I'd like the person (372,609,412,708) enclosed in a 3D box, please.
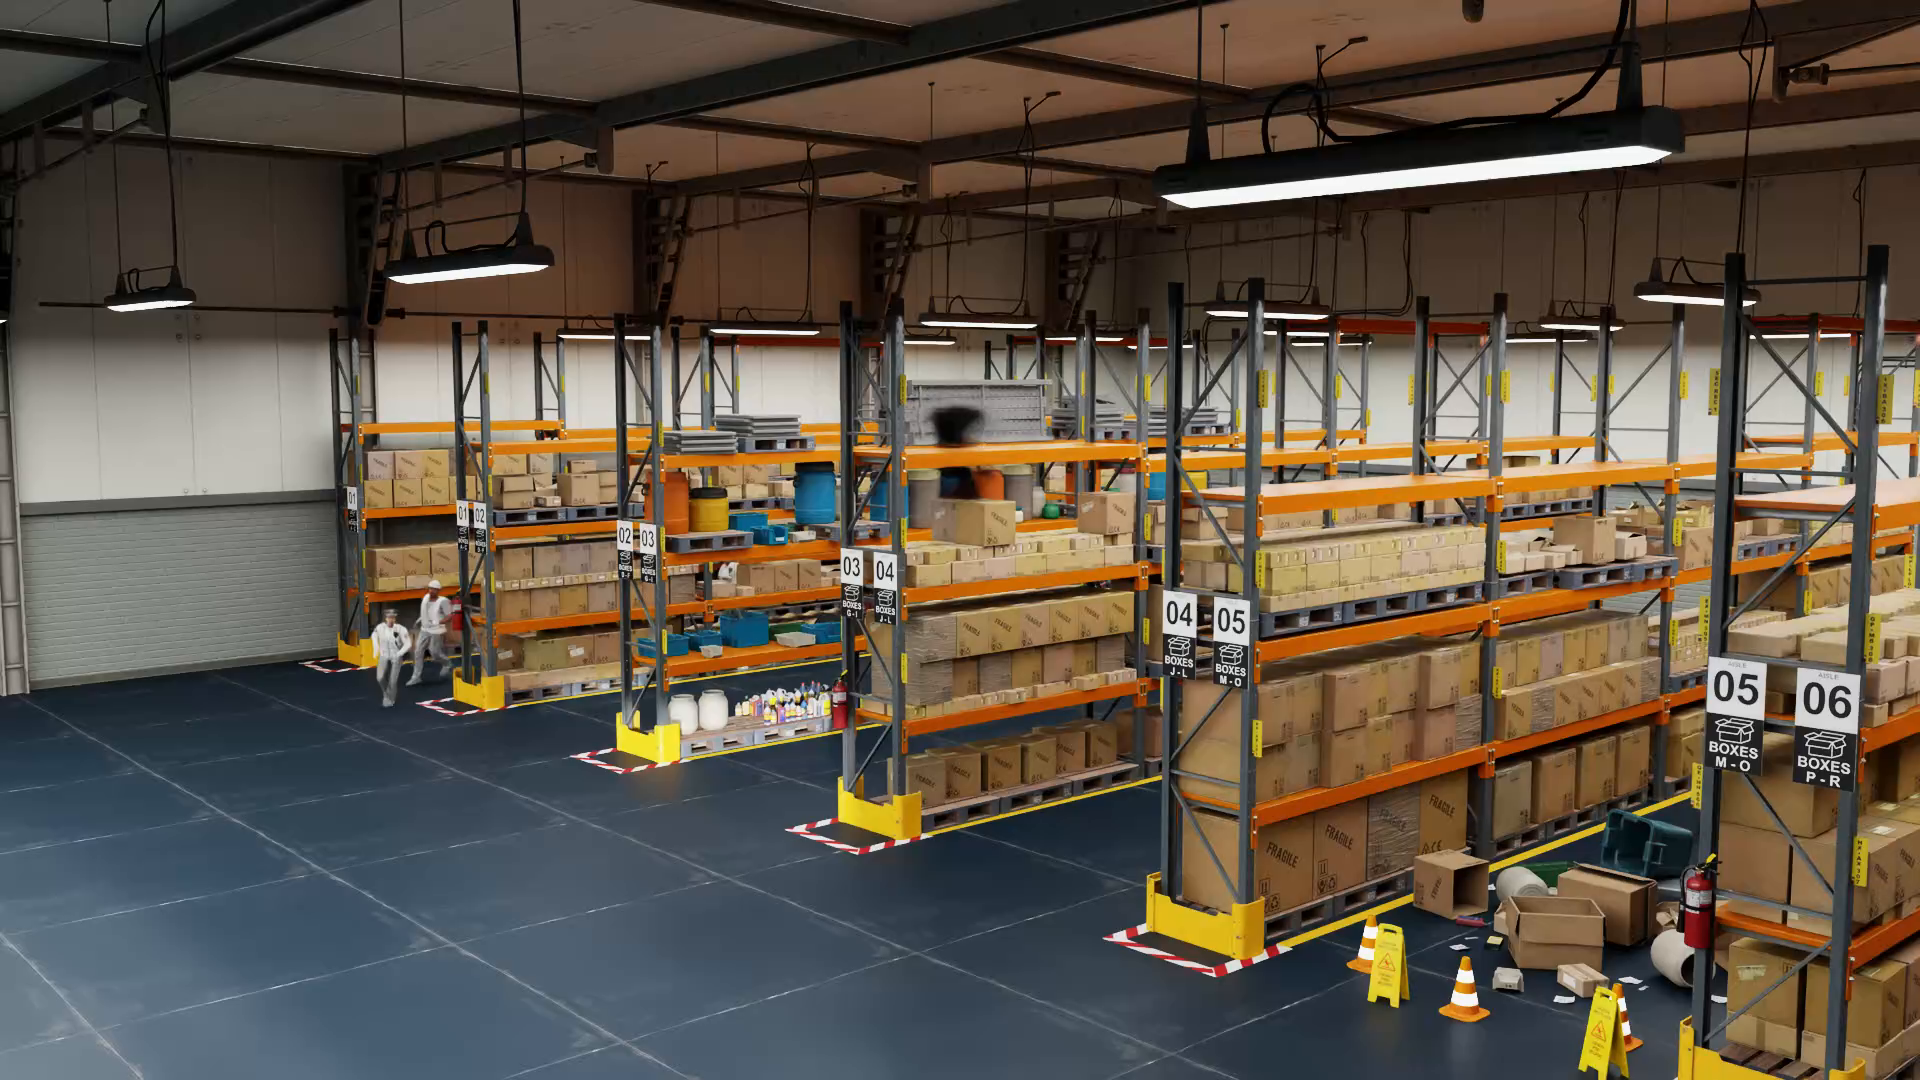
[{"bbox_3d":[-8.844,1.828,25.890,0.640,1.587,0.694,0,6,-4],"label":"person"}]

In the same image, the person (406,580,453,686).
[{"bbox_3d":[-8.796,1.529,27.833,0.740,1.745,0.964,2,6,22],"label":"person"}]

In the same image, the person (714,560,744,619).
[{"bbox_3d":[-4.544,1.077,33.016,0.554,1.724,0.842,5,8,44],"label":"person"}]
